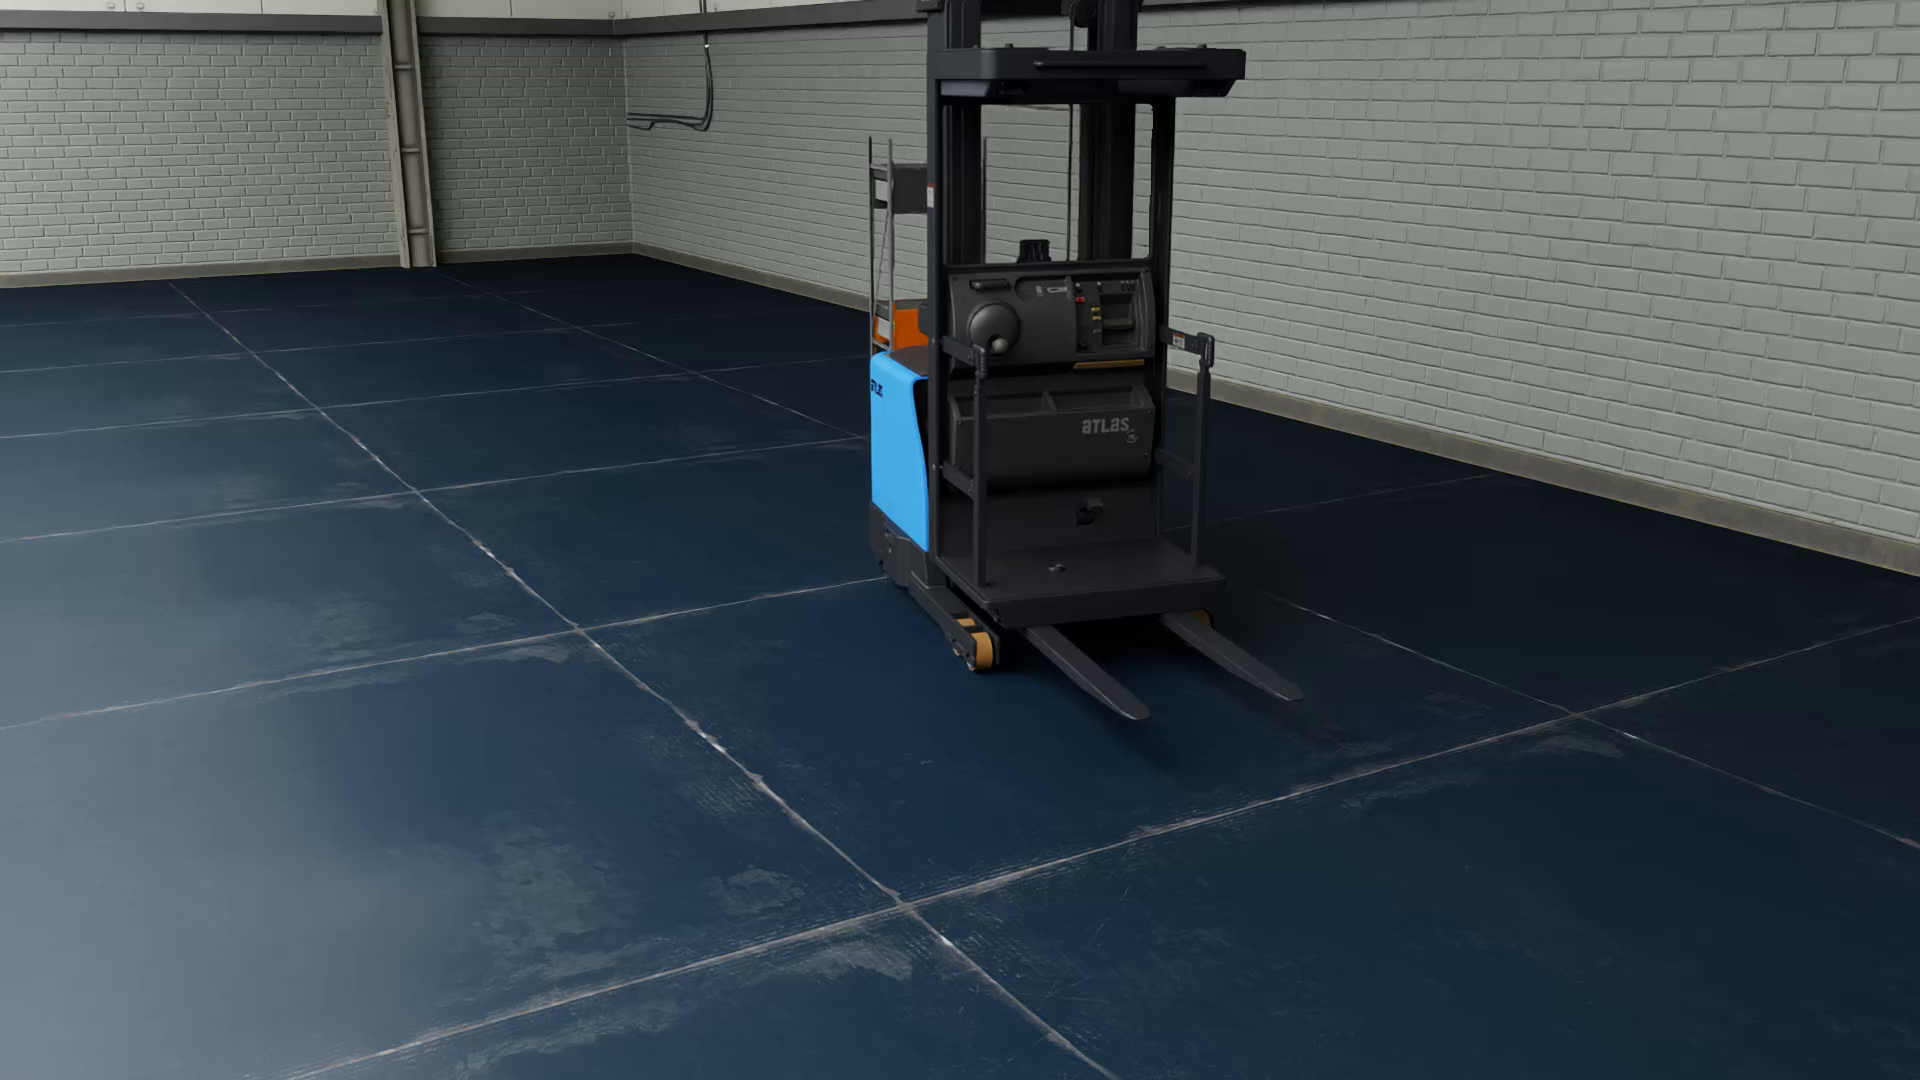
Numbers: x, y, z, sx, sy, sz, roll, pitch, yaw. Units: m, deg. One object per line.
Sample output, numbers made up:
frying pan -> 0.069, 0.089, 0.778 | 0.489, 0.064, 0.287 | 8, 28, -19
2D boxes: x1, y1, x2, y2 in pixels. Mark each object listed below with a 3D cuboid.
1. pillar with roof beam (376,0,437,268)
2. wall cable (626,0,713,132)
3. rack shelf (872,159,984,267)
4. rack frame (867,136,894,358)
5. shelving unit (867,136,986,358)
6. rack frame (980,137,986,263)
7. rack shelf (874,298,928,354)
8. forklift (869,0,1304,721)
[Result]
pillar with roof beam -> -4.813, -6.894, 16.831 | 0.400, 9.000, 9.100 | -9, 18, -30
wall cable -> -3.824, -6.498, 21.173 | 0.112, 2.526, 3.097 | -9, 18, -30
rack shelf -> -0.172, -1.685, 8.488 | 0.480, 0.518, 0.431 | -5, 16, -18
rack frame -> -0.404, -1.003, 8.599 | 0.015, 2.100, 0.400 | -5, 16, -18
shelving unit -> -0.172, -1.024, 8.674 | 0.503, 2.100, 0.431 | -5, 16, -18
rack frame -> 0.059, -1.045, 8.748 | 0.015, 2.100, 0.400 | -5, 16, -18
rack shelf -> -0.172, -1.011, 8.677 | 0.480, 0.518, 0.431 | -5, 16, -18
forklift -> 0.470, -0.983, 6.986 | 1.130, 2.935, 3.031 | -5, 16, -17
